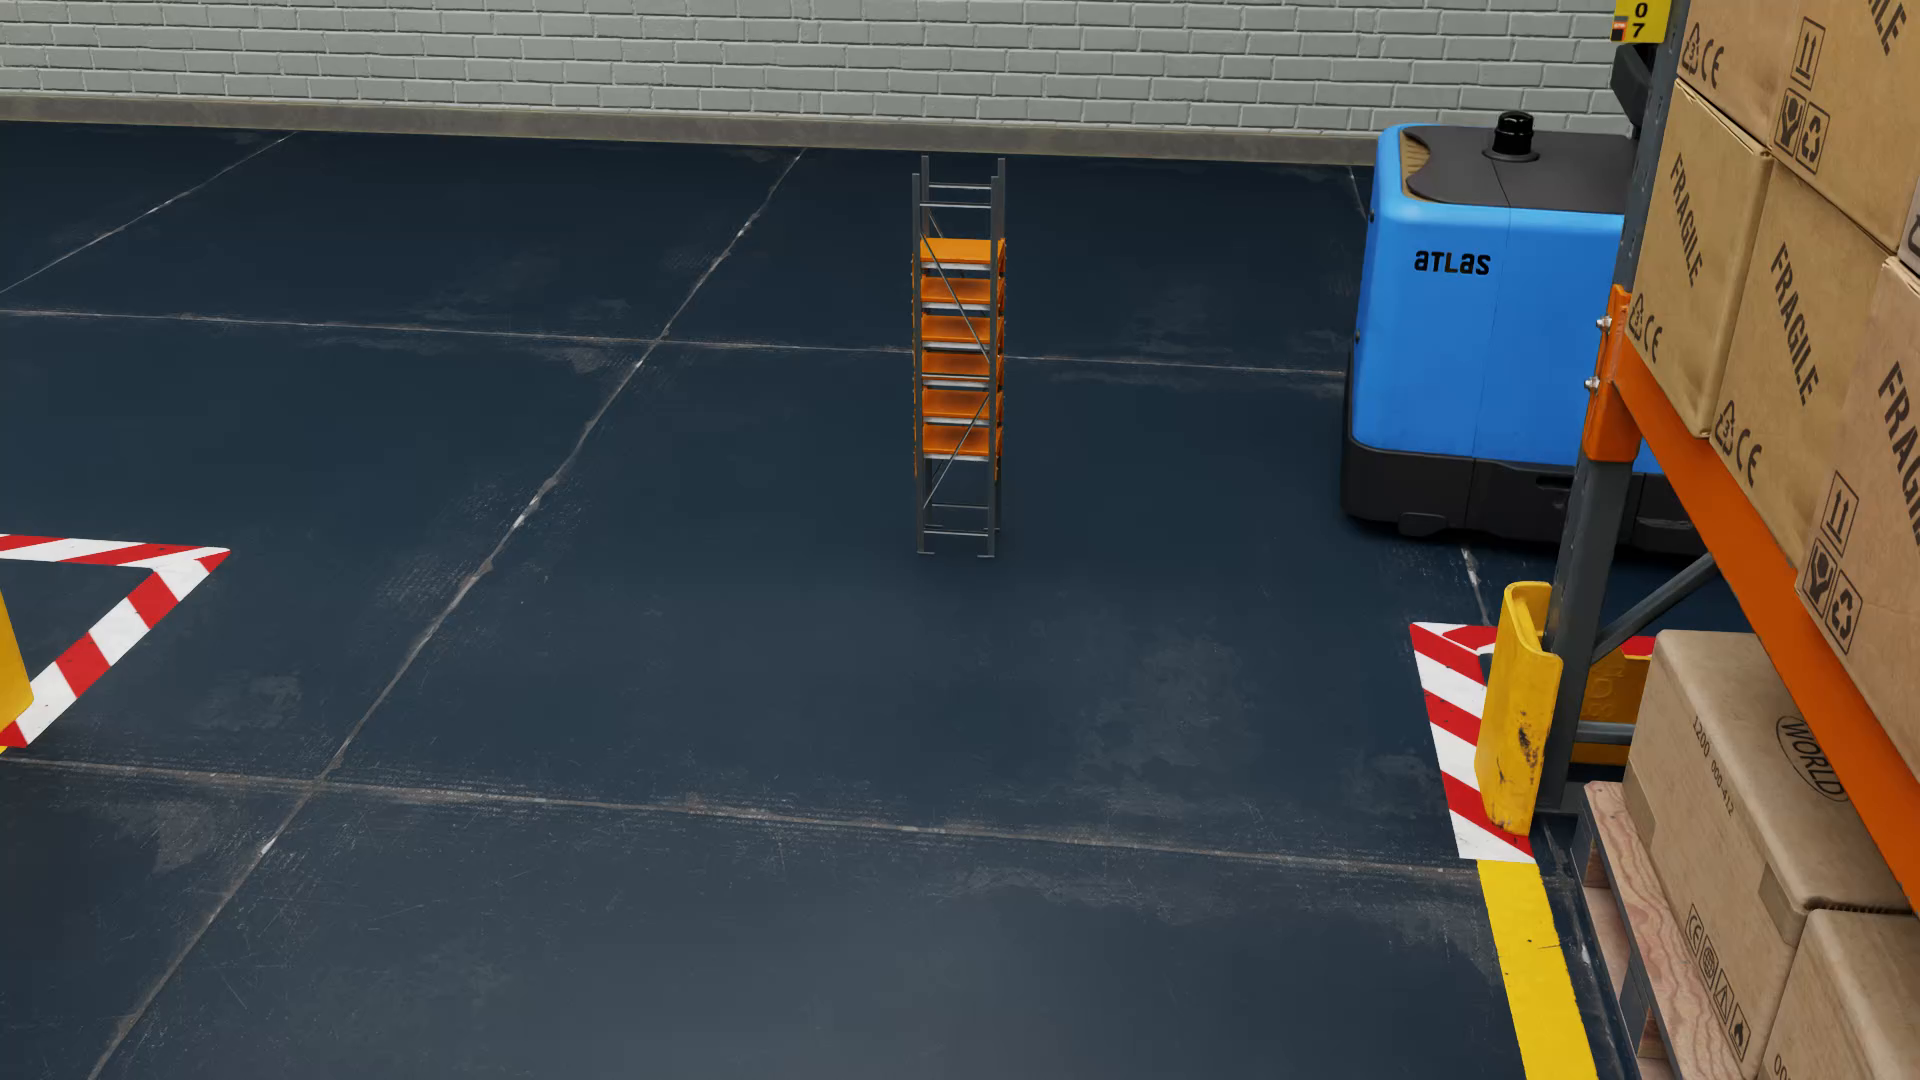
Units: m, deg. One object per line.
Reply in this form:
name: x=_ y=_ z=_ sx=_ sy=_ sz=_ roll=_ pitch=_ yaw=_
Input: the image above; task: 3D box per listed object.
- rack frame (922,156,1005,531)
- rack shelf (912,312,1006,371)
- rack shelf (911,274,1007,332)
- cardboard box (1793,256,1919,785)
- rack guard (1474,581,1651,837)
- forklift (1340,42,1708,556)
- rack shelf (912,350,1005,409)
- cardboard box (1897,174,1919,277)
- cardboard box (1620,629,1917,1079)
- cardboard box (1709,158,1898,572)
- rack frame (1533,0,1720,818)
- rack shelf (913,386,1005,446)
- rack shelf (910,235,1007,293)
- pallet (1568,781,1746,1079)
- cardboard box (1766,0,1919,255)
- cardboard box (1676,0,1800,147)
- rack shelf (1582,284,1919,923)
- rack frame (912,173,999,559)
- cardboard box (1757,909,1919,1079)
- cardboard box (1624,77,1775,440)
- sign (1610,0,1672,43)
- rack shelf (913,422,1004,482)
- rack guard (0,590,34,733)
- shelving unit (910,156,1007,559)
rack frame: x=0.009 y=-0.564 z=5.033 sx=0.240 sy=1.200 sz=0.006 roll=3 pitch=28 yaw=6
rack shelf: x=-0.002 y=-0.588 z=4.917 sx=0.258 sy=0.103 sz=0.180 roll=3 pitch=28 yaw=6
rack shelf: x=-0.002 y=-0.694 z=4.860 sx=0.258 sy=0.103 sz=0.180 roll=3 pitch=28 yaw=6
cardboard box: x=1.405 y=-0.015 z=2.010 sx=0.500 sy=0.500 sz=0.500 roll=3 pitch=28 yaw=6
rack guard: x=1.866 y=0.431 z=3.923 sx=1.175 sy=0.500 sz=0.348 roll=3 pitch=28 yaw=6
forklift: x=2.785 y=-1.388 z=4.737 sx=3.031 sy=2.935 sz=1.130 roll=6 pitch=29 yaw=11
rack shelf: x=-0.002 y=-0.482 z=4.974 sx=0.258 sy=0.103 sz=0.180 roll=3 pitch=28 yaw=6
cardboard box: x=1.410 y=-0.447 z=1.757 sx=0.500 sy=0.500 sz=0.500 roll=3 pitch=28 yaw=6
cardboard box: x=1.881 y=0.601 z=3.230 sx=0.875 sy=0.438 sz=0.875 roll=2 pitch=28 yaw=4
cardboard box: x=1.485 y=-0.254 z=2.453 sx=0.500 sy=0.500 sz=0.500 roll=3 pitch=28 yaw=5
rack frame: x=1.863 y=-0.658 z=3.310 sx=1.000 sy=3.000 sz=0.127 roll=3 pitch=28 yaw=6
rack shelf: x=-0.002 y=-0.377 z=5.031 sx=0.258 sy=0.103 sz=0.180 roll=3 pitch=28 yaw=6
rack shelf: x=-0.002 y=-0.799 z=4.803 sx=0.258 sy=0.103 sz=0.180 roll=3 pitch=28 yaw=6
pallet: x=1.842 y=0.950 z=3.264 sx=1.003 sy=0.211 sz=1.213 roll=3 pitch=28 yaw=6
cardboard box: x=1.465 y=-0.690 z=2.208 sx=0.500 sy=0.500 sz=0.500 roll=3 pitch=28 yaw=5
cardboard box: x=1.521 y=-0.933 z=2.660 sx=0.500 sy=0.500 sz=0.500 roll=3 pitch=28 yaw=5
rack shelf: x=1.618 y=0.600 z=1.733 sx=1.077 sy=0.370 sz=4.000 roll=3 pitch=28 yaw=6
rack frame: x=-0.013 y=-0.478 z=4.873 sx=0.240 sy=1.200 sz=0.006 roll=3 pitch=28 yaw=6
cardboard box: x=1.777 y=1.032 z=2.430 sx=0.875 sy=0.438 sz=0.875 roll=4 pitch=29 yaw=8
cardboard box: x=1.519 y=-0.493 z=2.898 sx=0.500 sy=0.500 sz=0.500 roll=3 pitch=28 yaw=6
sign: x=1.313 y=-1.110 z=3.151 sx=0.100 sy=0.325 sz=0.005 roll=3 pitch=28 yaw=6
rack shelf: x=-0.002 y=-0.271 z=5.088 sx=0.258 sy=0.103 sz=0.180 roll=3 pitch=28 yaw=6
rack guard: x=-3.072 y=0.238 z=4.282 sx=1.175 sy=0.500 sz=0.348 roll=3 pitch=28 yaw=6
shelving unit: x=-0.002 y=-0.521 z=4.953 sx=0.258 sy=1.200 sz=0.189 roll=3 pitch=28 yaw=6
